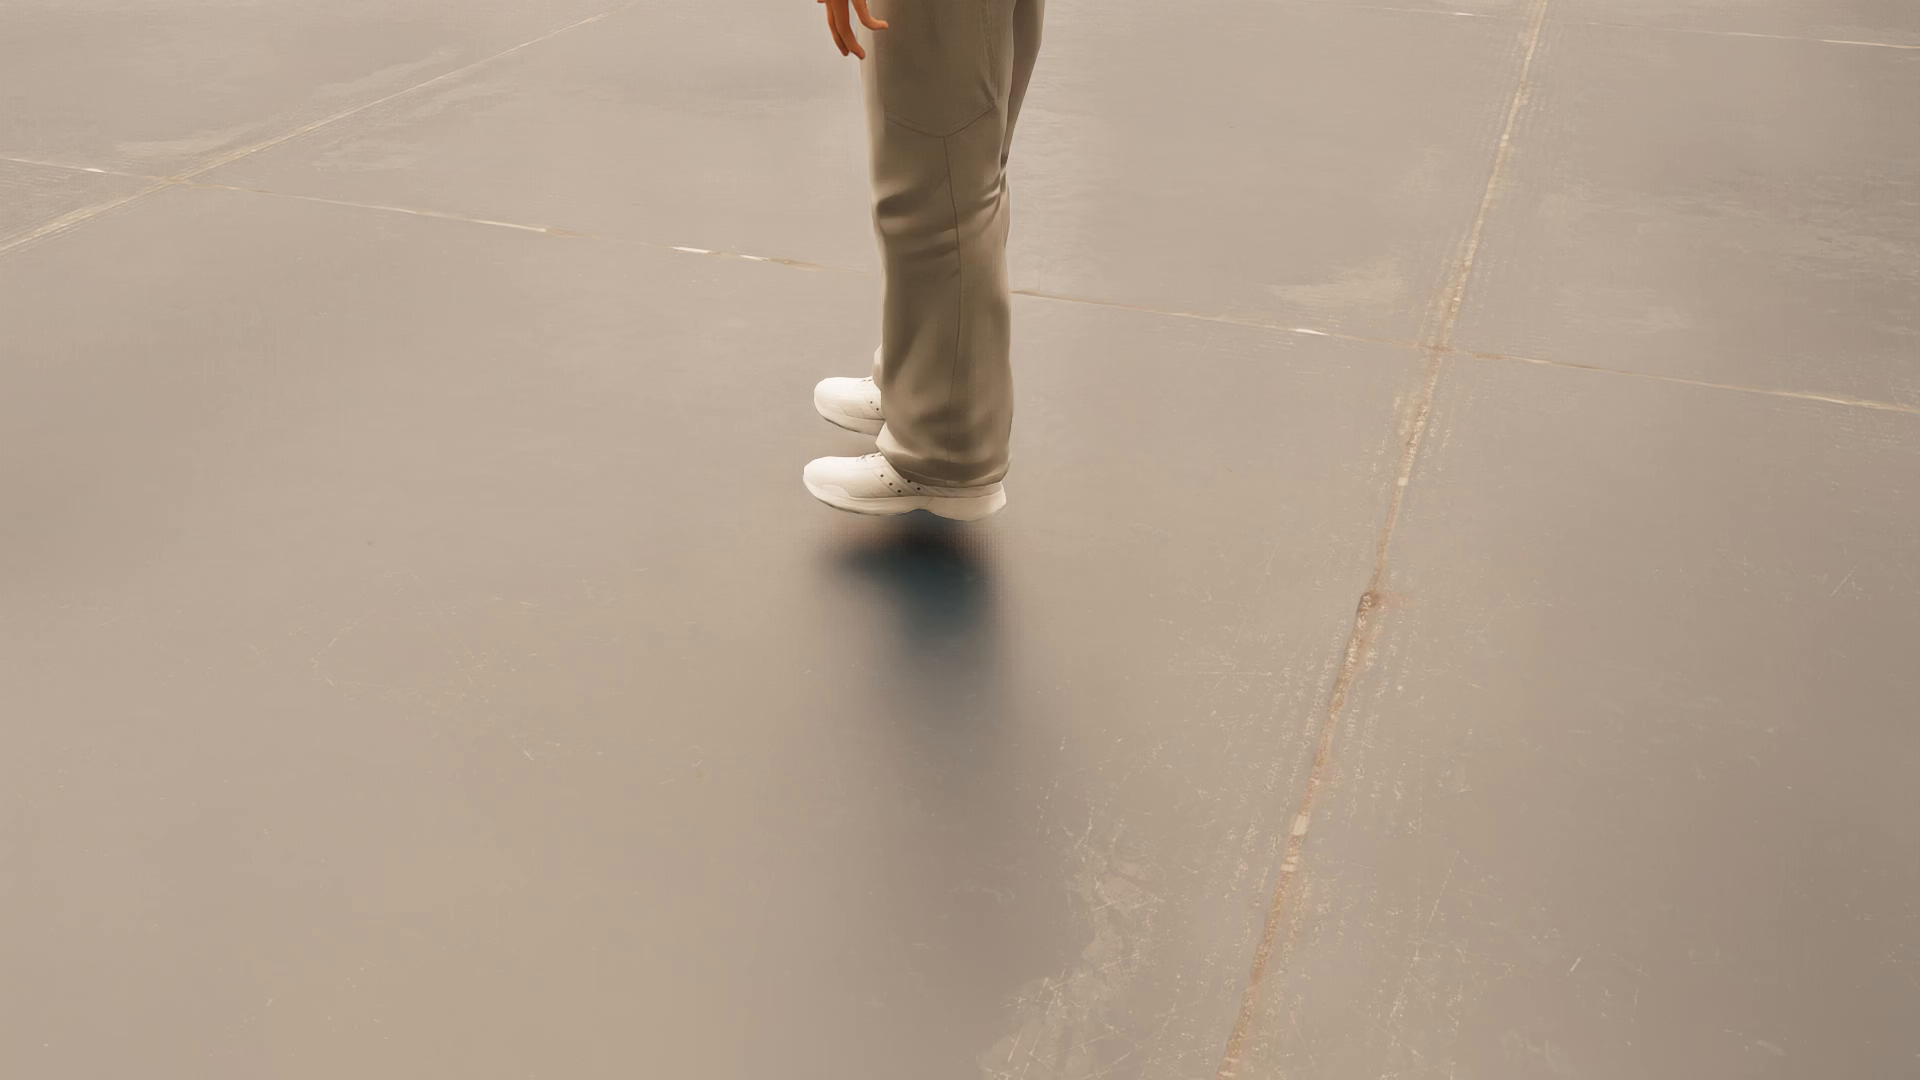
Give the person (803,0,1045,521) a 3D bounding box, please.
[{"bbox_3d":[-0.065,-0.790,2.097,0.547,1.673,0.549,10,31,18],"label":"person"}]
